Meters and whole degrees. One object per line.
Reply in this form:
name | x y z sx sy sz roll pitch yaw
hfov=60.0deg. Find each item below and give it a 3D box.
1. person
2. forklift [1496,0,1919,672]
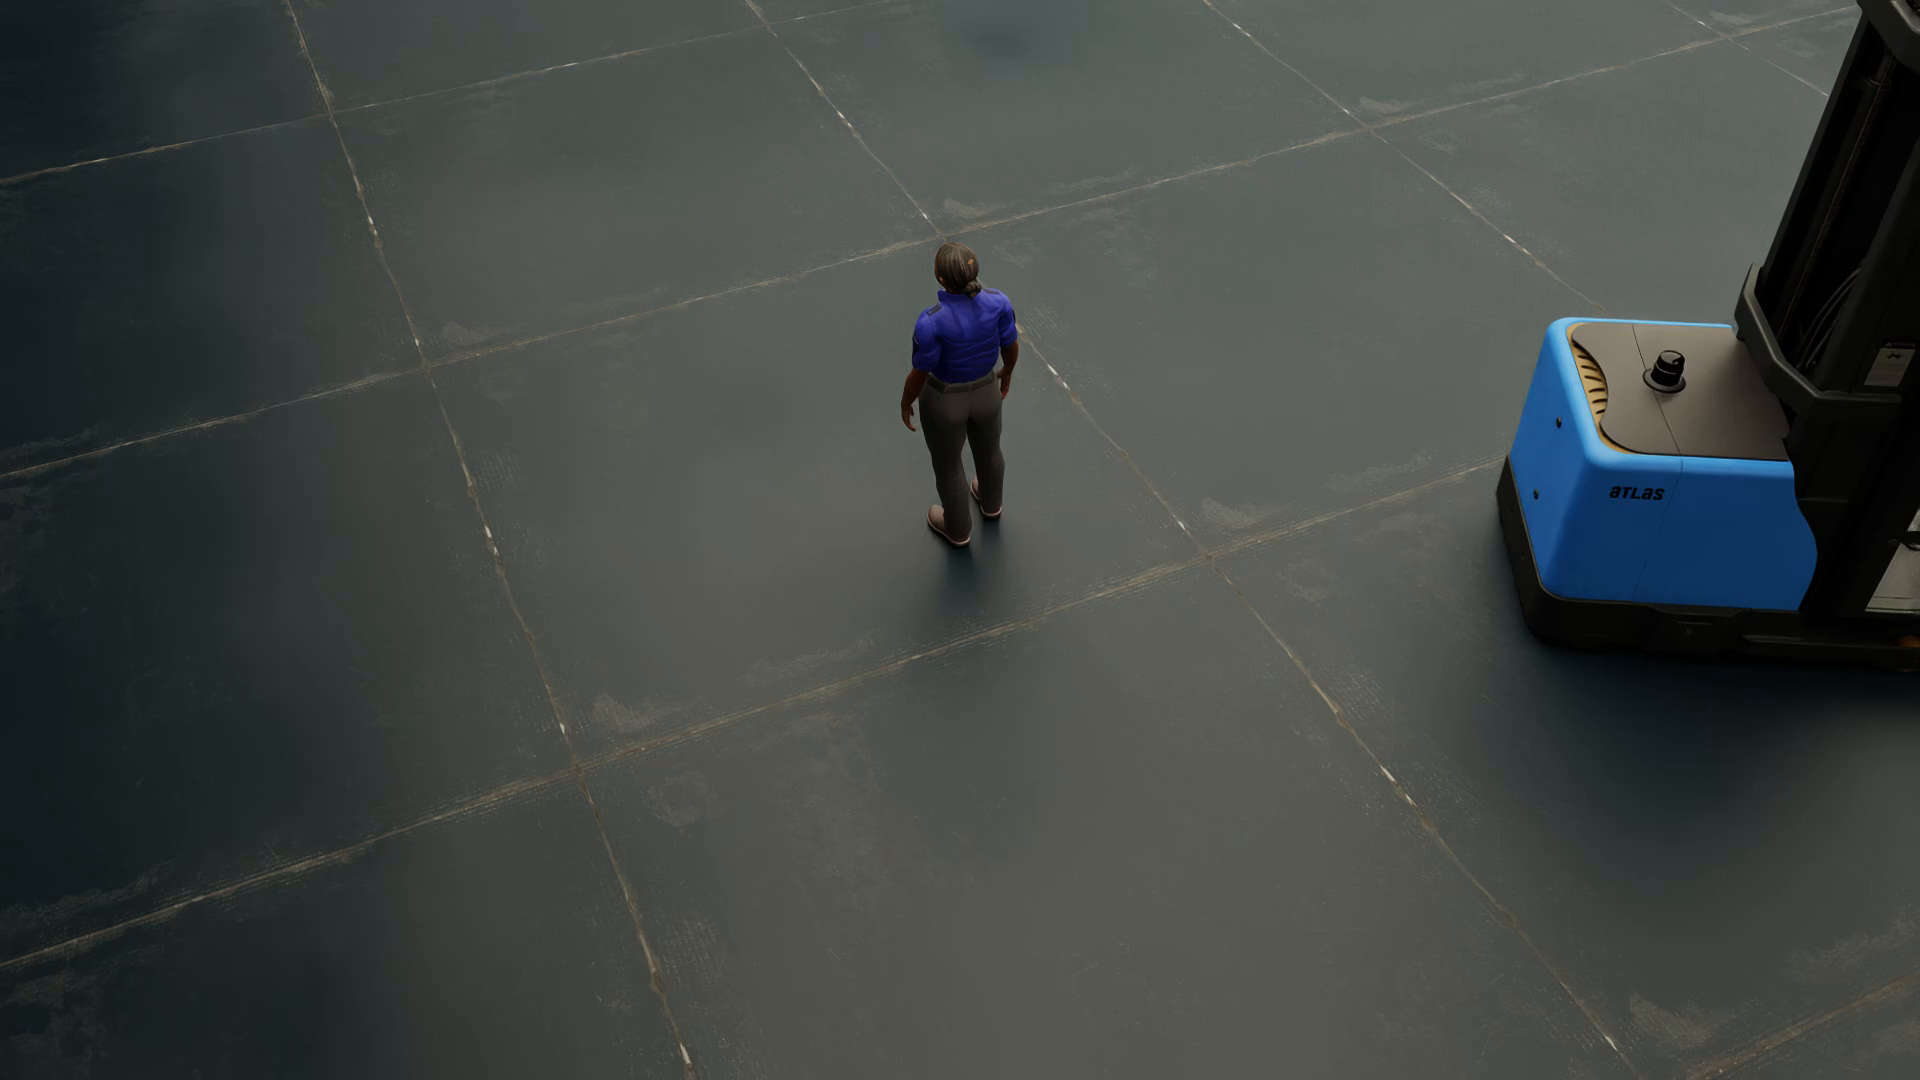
person | -0.019 -0.670 7.323 0.569 1.656 0.503 -18 46 -18
forklift | 4.042 -0.867 6.609 3.031 2.935 1.130 3 43 3
